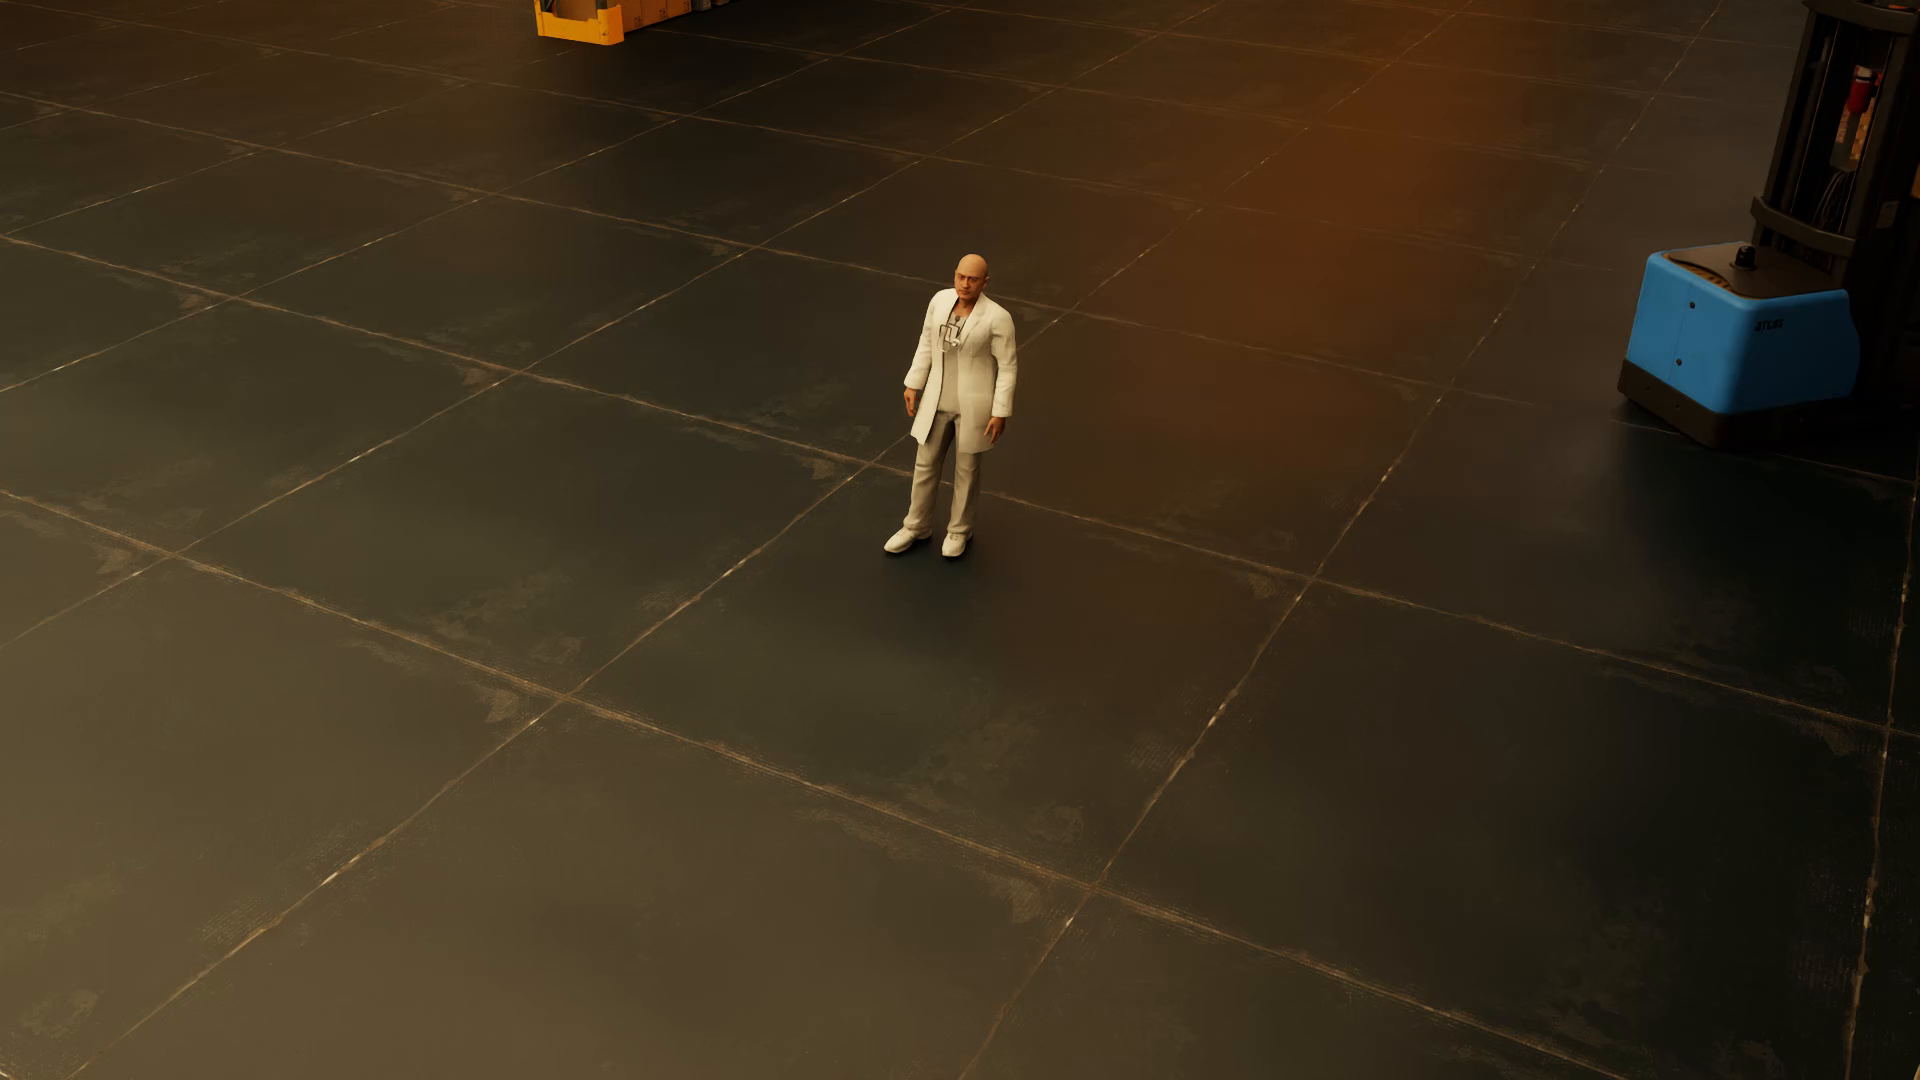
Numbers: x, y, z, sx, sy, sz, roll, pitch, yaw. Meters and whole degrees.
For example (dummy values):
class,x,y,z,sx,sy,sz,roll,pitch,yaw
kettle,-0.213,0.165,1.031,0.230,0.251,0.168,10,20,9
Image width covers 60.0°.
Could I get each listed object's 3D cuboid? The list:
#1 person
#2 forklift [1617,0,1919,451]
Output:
class,x,y,z,sx,sy,sz,roll,pitch,yaw
person,-0.048,-0.738,9.489,0.696,1.775,0.581,15,33,25
forklift,6.198,-2.273,11.009,3.031,2.935,1.130,-9,31,-15
